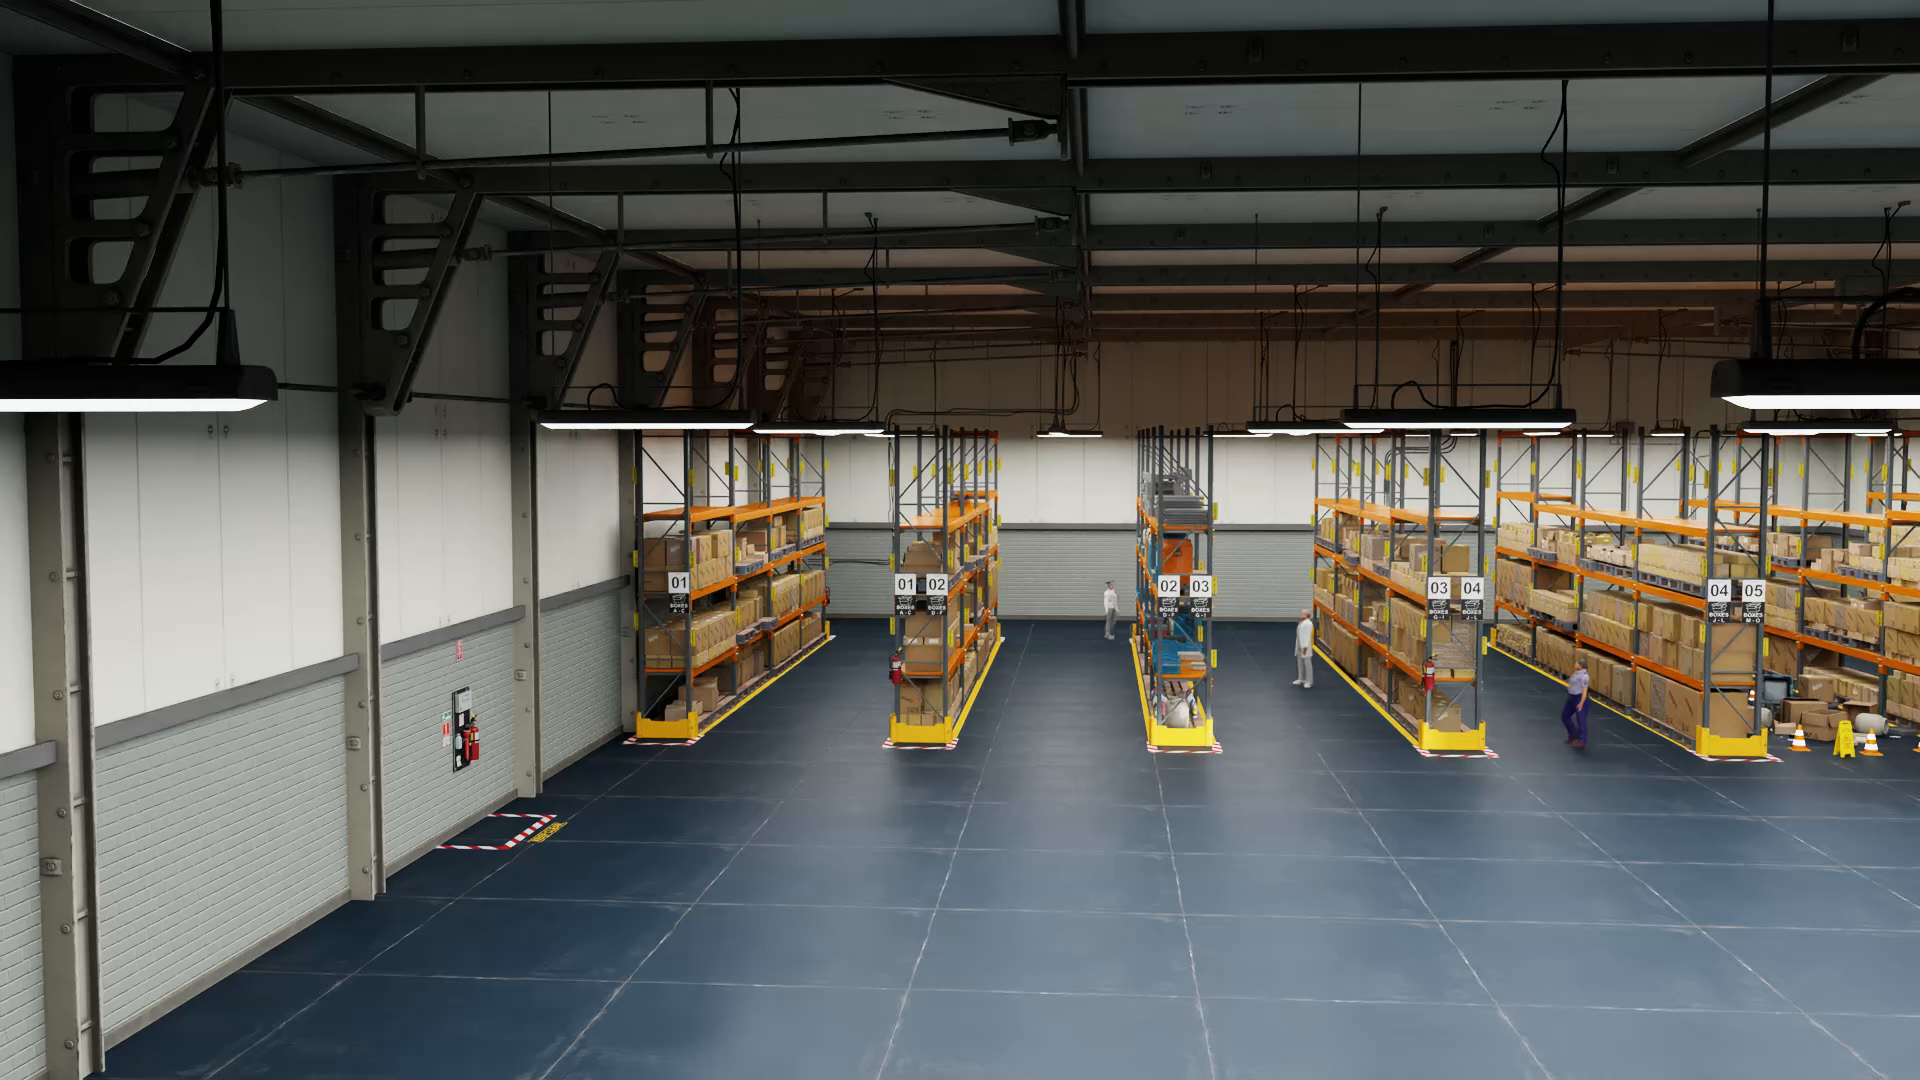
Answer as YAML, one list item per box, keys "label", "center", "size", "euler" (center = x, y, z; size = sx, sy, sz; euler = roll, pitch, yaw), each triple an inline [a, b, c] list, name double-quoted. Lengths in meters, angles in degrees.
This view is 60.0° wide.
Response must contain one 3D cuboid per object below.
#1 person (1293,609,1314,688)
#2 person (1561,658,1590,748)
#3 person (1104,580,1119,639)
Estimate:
- label: "person"
  center: [8.030, 2.517, 38.787]
  size: [0.416, 1.816, 0.594]
  euler: [-2, 4, -26]
- label: "person"
  center: [11.539, 3.043, 31.141]
  size: [0.394, 1.680, 0.575]
  euler: [-1, 4, -20]
- label: "person"
  center: [4.350, 2.008, 47.962]
  size: [0.366, 1.685, 0.545]
  euler: [2, 4, 35]
